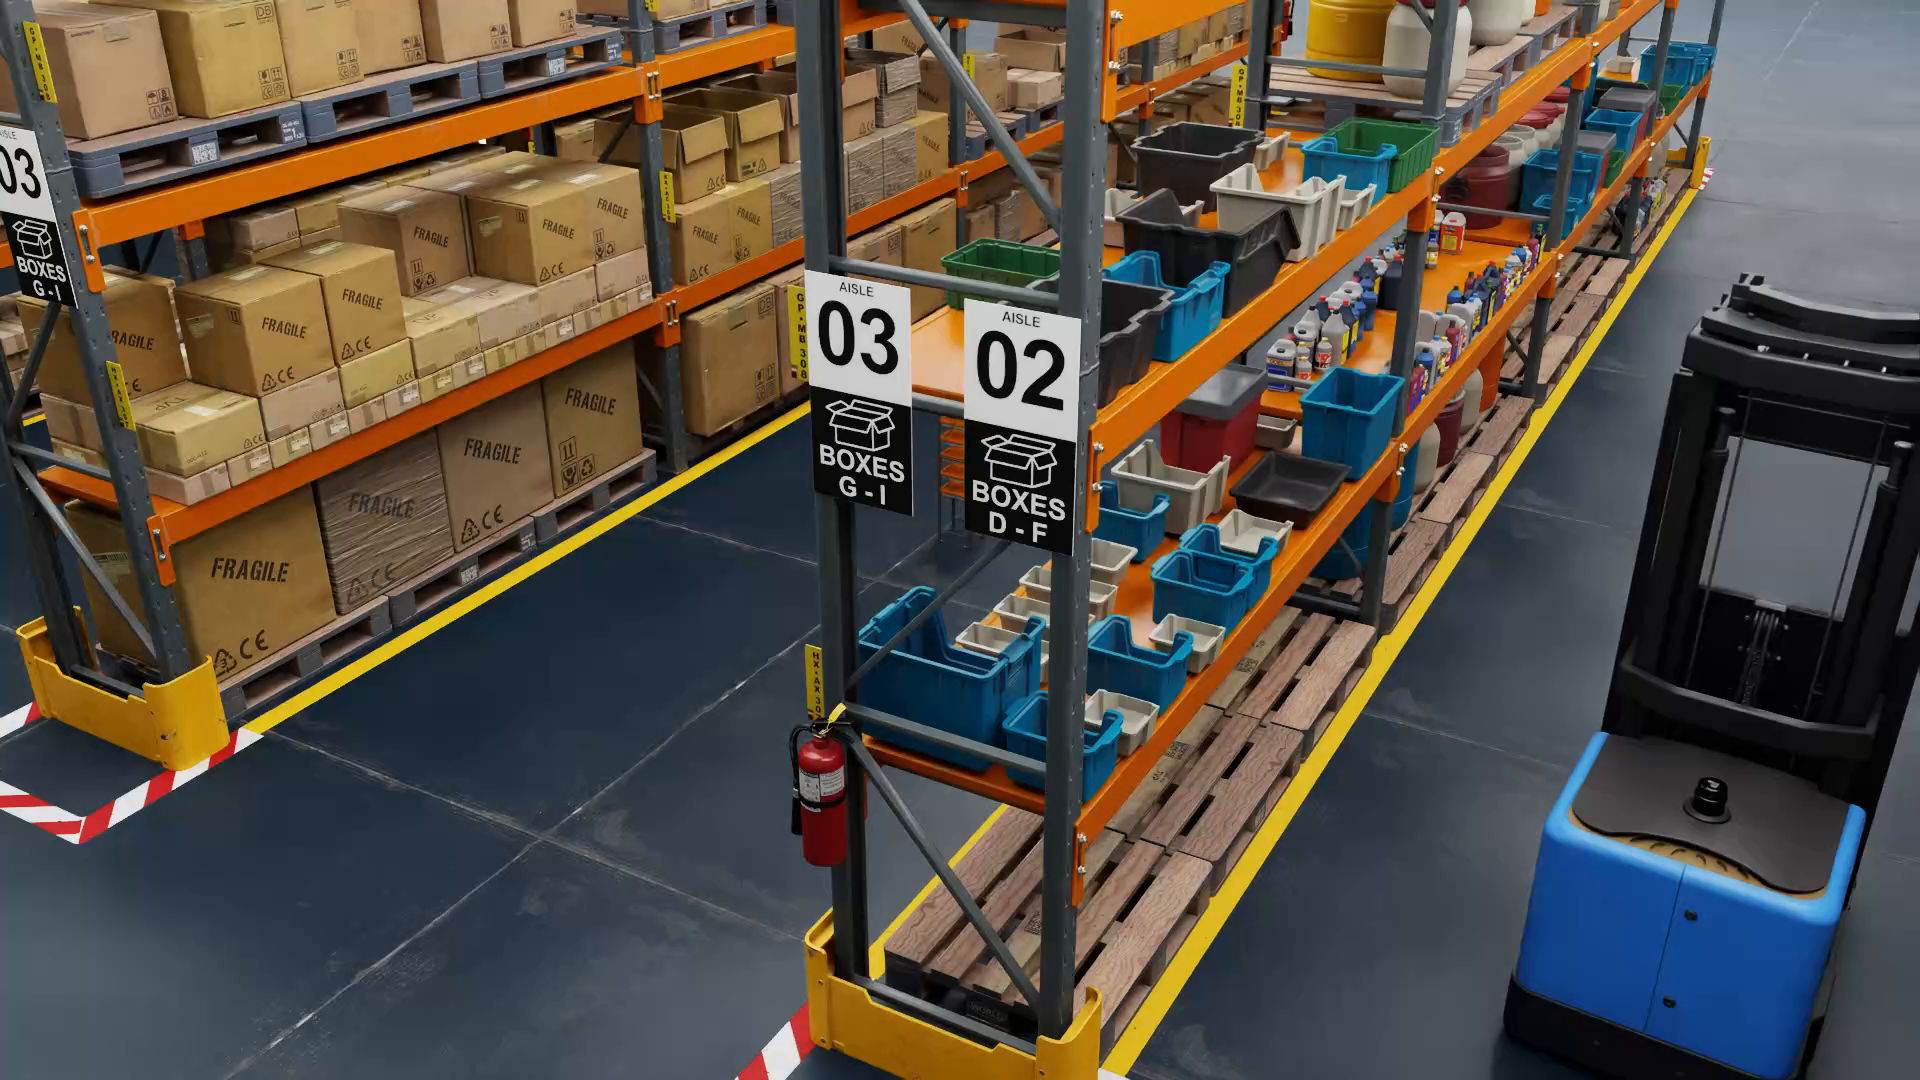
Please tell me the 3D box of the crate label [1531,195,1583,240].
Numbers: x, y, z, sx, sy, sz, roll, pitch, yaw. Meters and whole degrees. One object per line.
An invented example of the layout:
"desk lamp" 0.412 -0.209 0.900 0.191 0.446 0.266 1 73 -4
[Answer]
"crate label" 4.431 -2.399 12.378 0.303 0.233 0.416 14 30 26

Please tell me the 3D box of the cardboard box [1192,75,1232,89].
"cardboard box" 3.199 -5.431 20.571 0.500 0.500 0.500 21 33 35

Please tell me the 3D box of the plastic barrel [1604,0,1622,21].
"plastic barrel" 4.491 -4.230 11.938 0.600 0.901 0.600 0 27 0

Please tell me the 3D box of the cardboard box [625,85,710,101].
"cardboard box" -3.420 -4.718 18.868 1.050 0.750 0.750 14 30 26

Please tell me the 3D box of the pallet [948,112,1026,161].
"pallet" -0.156 -3.698 15.001 1.213 0.211 1.003 14 30 26

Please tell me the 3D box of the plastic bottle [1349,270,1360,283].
"plastic bottle" 2.525 -1.588 10.701 0.061 0.283 0.133 14 30 26

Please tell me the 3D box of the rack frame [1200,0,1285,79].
"rack frame" 3.521 -6.600 20.584 1.000 3.000 0.127 14 30 26

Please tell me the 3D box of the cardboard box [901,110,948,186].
"cardboard box" -0.441 -3.280 13.841 0.500 0.500 0.500 15 30 28

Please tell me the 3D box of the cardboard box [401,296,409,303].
"cardboard box" -3.590 -1.278 9.787 0.500 0.250 0.500 14 30 26

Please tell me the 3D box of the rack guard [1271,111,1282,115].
"rack guard" 3.484 -5.453 21.085 1.175 0.500 0.348 14 30 26

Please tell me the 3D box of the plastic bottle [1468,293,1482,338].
"plastic bottle" 3.188 -1.400 10.340 0.097 0.271 0.097 0 27 0

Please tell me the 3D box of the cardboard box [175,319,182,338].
"cardboard box" -6.547 -1.740 13.592 0.380 0.149 0.250 15 30 27

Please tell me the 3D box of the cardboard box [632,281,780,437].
"cardboard box" -2.085 -1.415 12.131 1.225 0.875 0.875 14 30 26

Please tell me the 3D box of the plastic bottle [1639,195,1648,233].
"plastic bottle" 6.624 -3.186 16.232 0.144 0.351 0.185 15 30 27

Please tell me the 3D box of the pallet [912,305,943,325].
"pallet" -0.868 -1.945 14.400 1.003 0.211 1.213 14 30 26

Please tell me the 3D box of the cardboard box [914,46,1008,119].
"cardboard box" 0.004 -4.174 15.156 0.700 0.500 0.500 19 32 33

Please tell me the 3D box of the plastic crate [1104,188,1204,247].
"plastic crate" 0.763 -1.358 7.055 0.437 0.136 0.530 14 30 26

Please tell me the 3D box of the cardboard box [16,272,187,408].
"cardboard box" -4.339 -1.014 8.422 0.500 0.500 0.500 15 30 27

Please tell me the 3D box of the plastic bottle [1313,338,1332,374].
"plastic bottle" 2.140 -1.091 9.801 0.097 0.201 0.097 0 27 0

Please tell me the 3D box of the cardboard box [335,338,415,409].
"cardboard box" -3.378 -0.958 9.147 0.500 0.250 0.500 13 29 24

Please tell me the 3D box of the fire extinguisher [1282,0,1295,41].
"fire extinguisher" 3.979 -6.509 20.488 0.296 0.674 0.183 14 30 26

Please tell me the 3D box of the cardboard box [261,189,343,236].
"cardboard box" -5.797 -2.899 14.675 0.500 0.250 0.500 15 30 27

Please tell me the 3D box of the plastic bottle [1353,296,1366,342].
"plastic bottle" 2.454 -1.371 10.283 0.097 0.271 0.097 0 27 0

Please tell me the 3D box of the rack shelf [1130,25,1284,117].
"rack shelf" 2.537 -5.499 19.188 1.077 0.370 4.000 14 30 26

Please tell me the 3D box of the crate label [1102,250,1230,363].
"crate label" 0.698 -0.837 5.887 0.408 0.251 0.502 14 30 26

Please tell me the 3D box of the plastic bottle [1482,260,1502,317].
"plastic bottle" 3.394 -1.620 10.690 0.144 0.351 0.185 14 30 26

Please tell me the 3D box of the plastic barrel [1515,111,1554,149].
"plastic barrel" 4.630 -3.233 13.705 0.433 0.535 0.433 0 27 0

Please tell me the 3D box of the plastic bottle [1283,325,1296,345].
"plastic bottle" 1.917 -1.106 9.739 0.061 0.283 0.133 14 30 26

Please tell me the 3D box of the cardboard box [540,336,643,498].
"cardboard box" -2.776 -0.922 11.145 0.875 0.875 0.875 14 30 26

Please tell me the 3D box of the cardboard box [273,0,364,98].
"cardboard box" -3.547 -2.603 8.555 0.700 0.500 0.500 12 29 23

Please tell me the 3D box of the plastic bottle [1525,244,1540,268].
"plastic bottle" 3.998 -2.011 11.637 0.097 0.201 0.097 0 27 0

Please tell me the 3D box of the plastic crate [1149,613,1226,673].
"plastic crate" 0.934 0.422 6.784 0.250 0.136 0.298 14 30 26

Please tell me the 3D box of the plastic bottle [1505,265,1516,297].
"plastic bottle" 3.645 -1.731 11.079 0.097 0.201 0.097 0 27 0

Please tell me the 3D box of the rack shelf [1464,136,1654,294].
"rack shelf" 4.882 -2.850 13.896 1.077 0.370 4.000 14 30 26

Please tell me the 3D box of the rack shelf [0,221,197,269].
"rack shelf" -7.634 -1.954 12.107 1.077 0.370 4.000 14 30 26

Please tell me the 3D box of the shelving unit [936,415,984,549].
"shelving unit" 0.007 -0.542 10.493 0.258 1.200 0.189 14 30 26

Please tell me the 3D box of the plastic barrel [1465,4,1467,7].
"plastic barrel" 2.637 -3.285 9.582 0.600 0.901 0.708 14 30 26

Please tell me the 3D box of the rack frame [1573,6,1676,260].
"rack frame" 5.866 -3.951 15.292 1.000 3.000 0.127 14 30 26

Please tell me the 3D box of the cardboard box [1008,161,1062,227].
"cardboard box" 0.707 -3.486 16.664 0.700 0.500 0.500 12 29 22

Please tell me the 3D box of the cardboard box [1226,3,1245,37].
"cardboard box" 2.802 -6.163 19.267 0.875 0.500 0.500 14 30 26

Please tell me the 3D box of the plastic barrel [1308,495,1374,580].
"plastic barrel" 2.213 -0.291 9.855 0.600 0.901 0.708 14 30 26

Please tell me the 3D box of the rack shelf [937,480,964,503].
"rack shelf" 0.007 -0.288 10.620 0.258 0.103 0.180 14 30 26

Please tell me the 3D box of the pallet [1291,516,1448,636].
"pallet" 2.346 0.122 10.270 1.003 0.211 1.213 14 30 26

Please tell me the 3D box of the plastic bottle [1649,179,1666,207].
"plastic bottle" 7.164 -3.584 17.110 0.152 0.276 0.135 14 30 26

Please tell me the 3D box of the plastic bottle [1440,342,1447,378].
"plastic bottle" 2.798 -1.060 9.739 0.097 0.201 0.097 0 27 0

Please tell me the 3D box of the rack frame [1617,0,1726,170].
"rack frame" 7.833 -5.510 18.406 1.000 3.000 0.127 14 30 26

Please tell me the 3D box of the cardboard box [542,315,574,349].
"cardboard box" -2.626 -1.320 10.316 0.380 0.149 0.250 15 30 27

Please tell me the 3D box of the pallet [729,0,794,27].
"pallet" -1.232 -4.040 12.331 1.003 0.211 1.213 16 31 28

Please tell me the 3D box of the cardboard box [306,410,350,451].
"cardboard box" -3.510 -0.620 8.919 0.380 0.149 0.250 14 30 25

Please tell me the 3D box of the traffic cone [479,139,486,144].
"traffic cone" -5.738 -4.965 20.151 0.336 0.463 0.334 14 30 26

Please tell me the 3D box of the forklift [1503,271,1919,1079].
"forklift" 3.411 0.276 6.924 1.130 2.935 3.031 16 31 29

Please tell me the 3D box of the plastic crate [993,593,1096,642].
"plastic crate" 0.361 0.349 6.929 0.396 0.136 0.243 14 30 26

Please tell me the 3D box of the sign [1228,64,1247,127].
"sign" 1.452 -2.300 8.633 0.100 0.325 0.005 14 30 26

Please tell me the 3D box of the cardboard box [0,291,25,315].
"cardboard box" -7.378 -1.835 13.117 0.380 0.149 0.250 13 30 25

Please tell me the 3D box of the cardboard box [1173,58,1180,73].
"cardboard box" 2.154 -5.145 17.957 0.380 0.149 0.250 14 30 26

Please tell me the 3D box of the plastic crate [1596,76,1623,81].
"plastic crate" 6.174 -4.375 16.306 0.499 0.251 0.616 14 30 26

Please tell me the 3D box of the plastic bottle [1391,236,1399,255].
"plastic bottle" 2.957 -1.930 11.385 0.061 0.283 0.133 14 30 26
